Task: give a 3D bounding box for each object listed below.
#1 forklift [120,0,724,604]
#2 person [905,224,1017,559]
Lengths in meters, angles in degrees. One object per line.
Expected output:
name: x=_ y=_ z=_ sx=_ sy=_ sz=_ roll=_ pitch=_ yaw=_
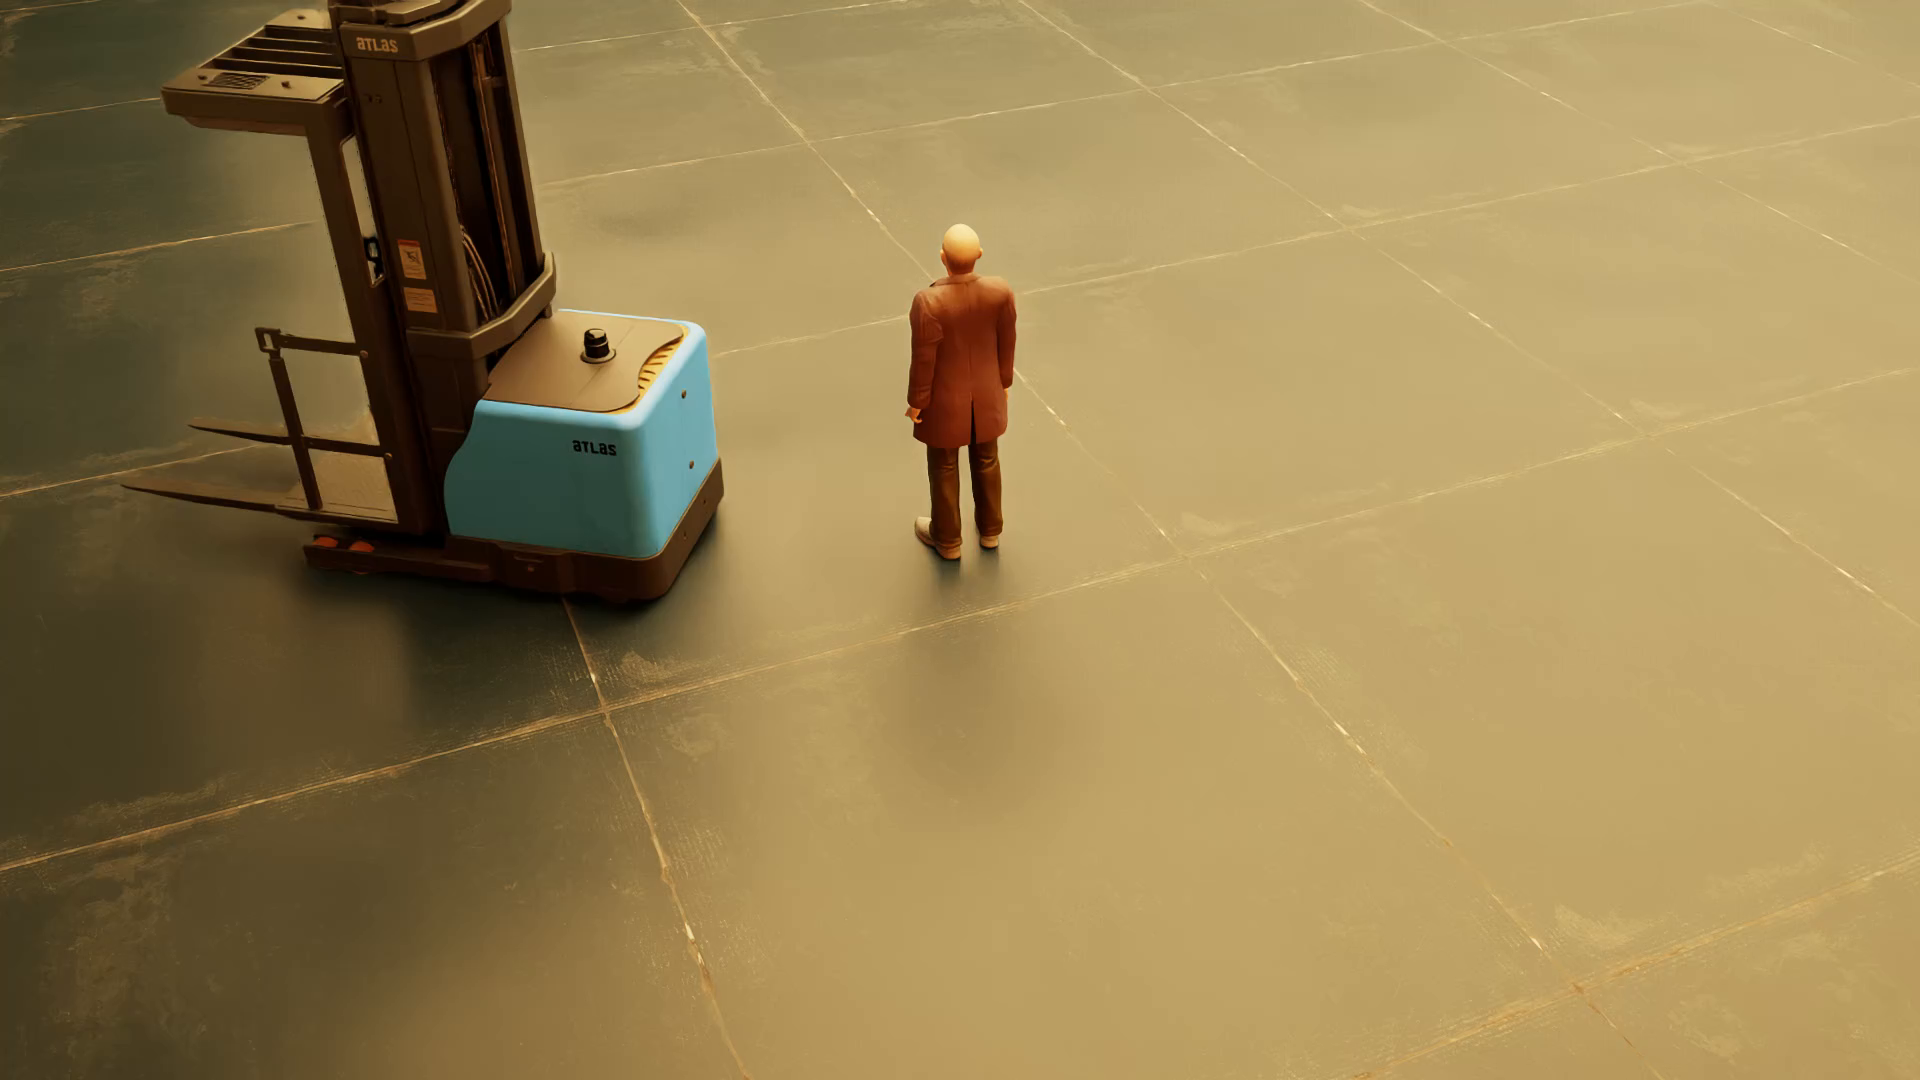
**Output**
forklift: x=-2.827 y=-1.312 z=7.943 sx=3.031 sy=2.935 sz=1.130 roll=7 pitch=36 yaw=10
person: x=-0.018 y=-0.734 z=8.123 sx=0.551 sy=1.782 sz=0.390 roll=-14 pitch=38 yaw=-19
